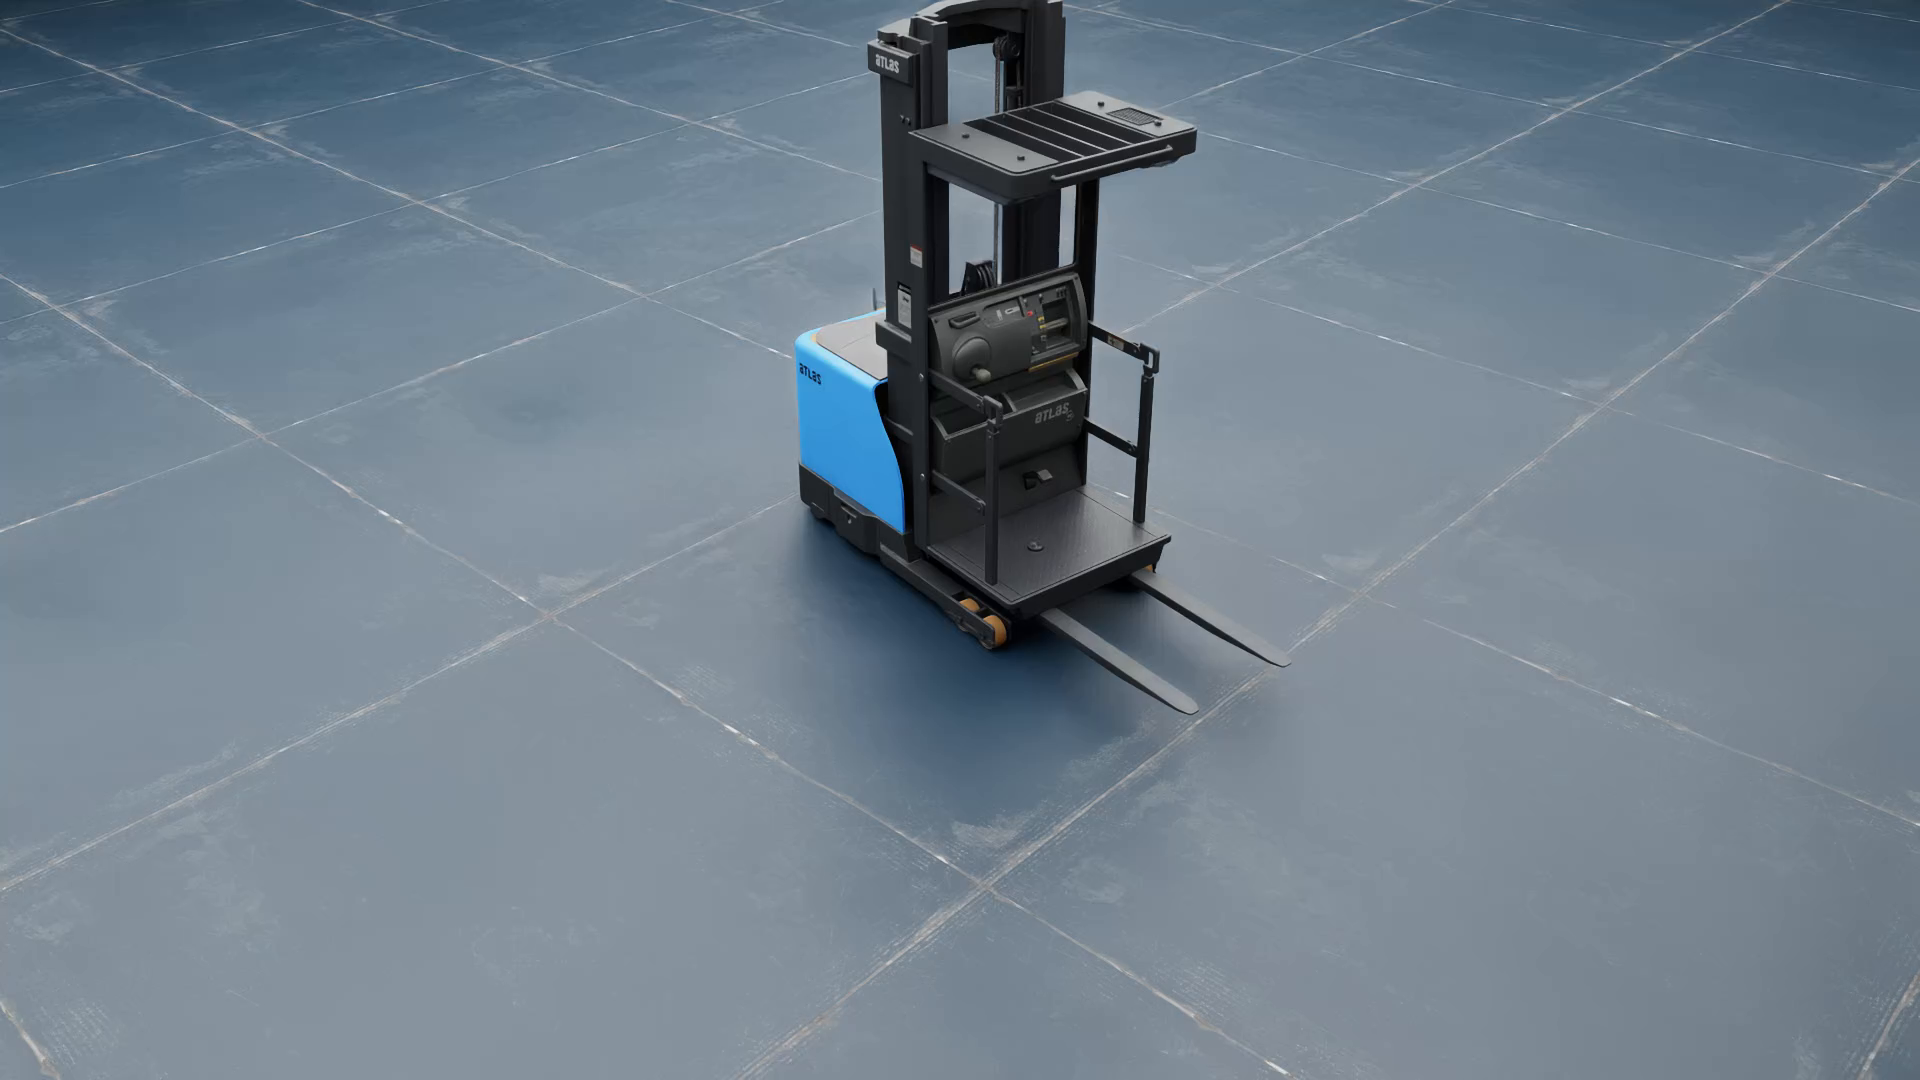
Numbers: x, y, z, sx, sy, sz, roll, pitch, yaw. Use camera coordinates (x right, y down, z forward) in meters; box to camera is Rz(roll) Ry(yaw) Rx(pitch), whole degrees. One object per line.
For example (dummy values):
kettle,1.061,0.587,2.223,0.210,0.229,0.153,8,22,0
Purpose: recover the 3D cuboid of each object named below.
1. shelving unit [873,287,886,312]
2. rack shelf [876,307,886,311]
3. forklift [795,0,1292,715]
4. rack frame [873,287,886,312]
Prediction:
shelving unit,-0.340,-1.008,9.897,0.252,1.050,0.215,-23,36,-34
rack shelf,-0.343,-1.247,9.764,0.240,0.259,0.215,-23,36,-34
forklift,0.383,-0.999,8.068,1.130,2.935,3.031,-22,37,-32
rack frame,-0.434,-0.969,9.829,0.008,1.050,0.200,-23,36,-34
